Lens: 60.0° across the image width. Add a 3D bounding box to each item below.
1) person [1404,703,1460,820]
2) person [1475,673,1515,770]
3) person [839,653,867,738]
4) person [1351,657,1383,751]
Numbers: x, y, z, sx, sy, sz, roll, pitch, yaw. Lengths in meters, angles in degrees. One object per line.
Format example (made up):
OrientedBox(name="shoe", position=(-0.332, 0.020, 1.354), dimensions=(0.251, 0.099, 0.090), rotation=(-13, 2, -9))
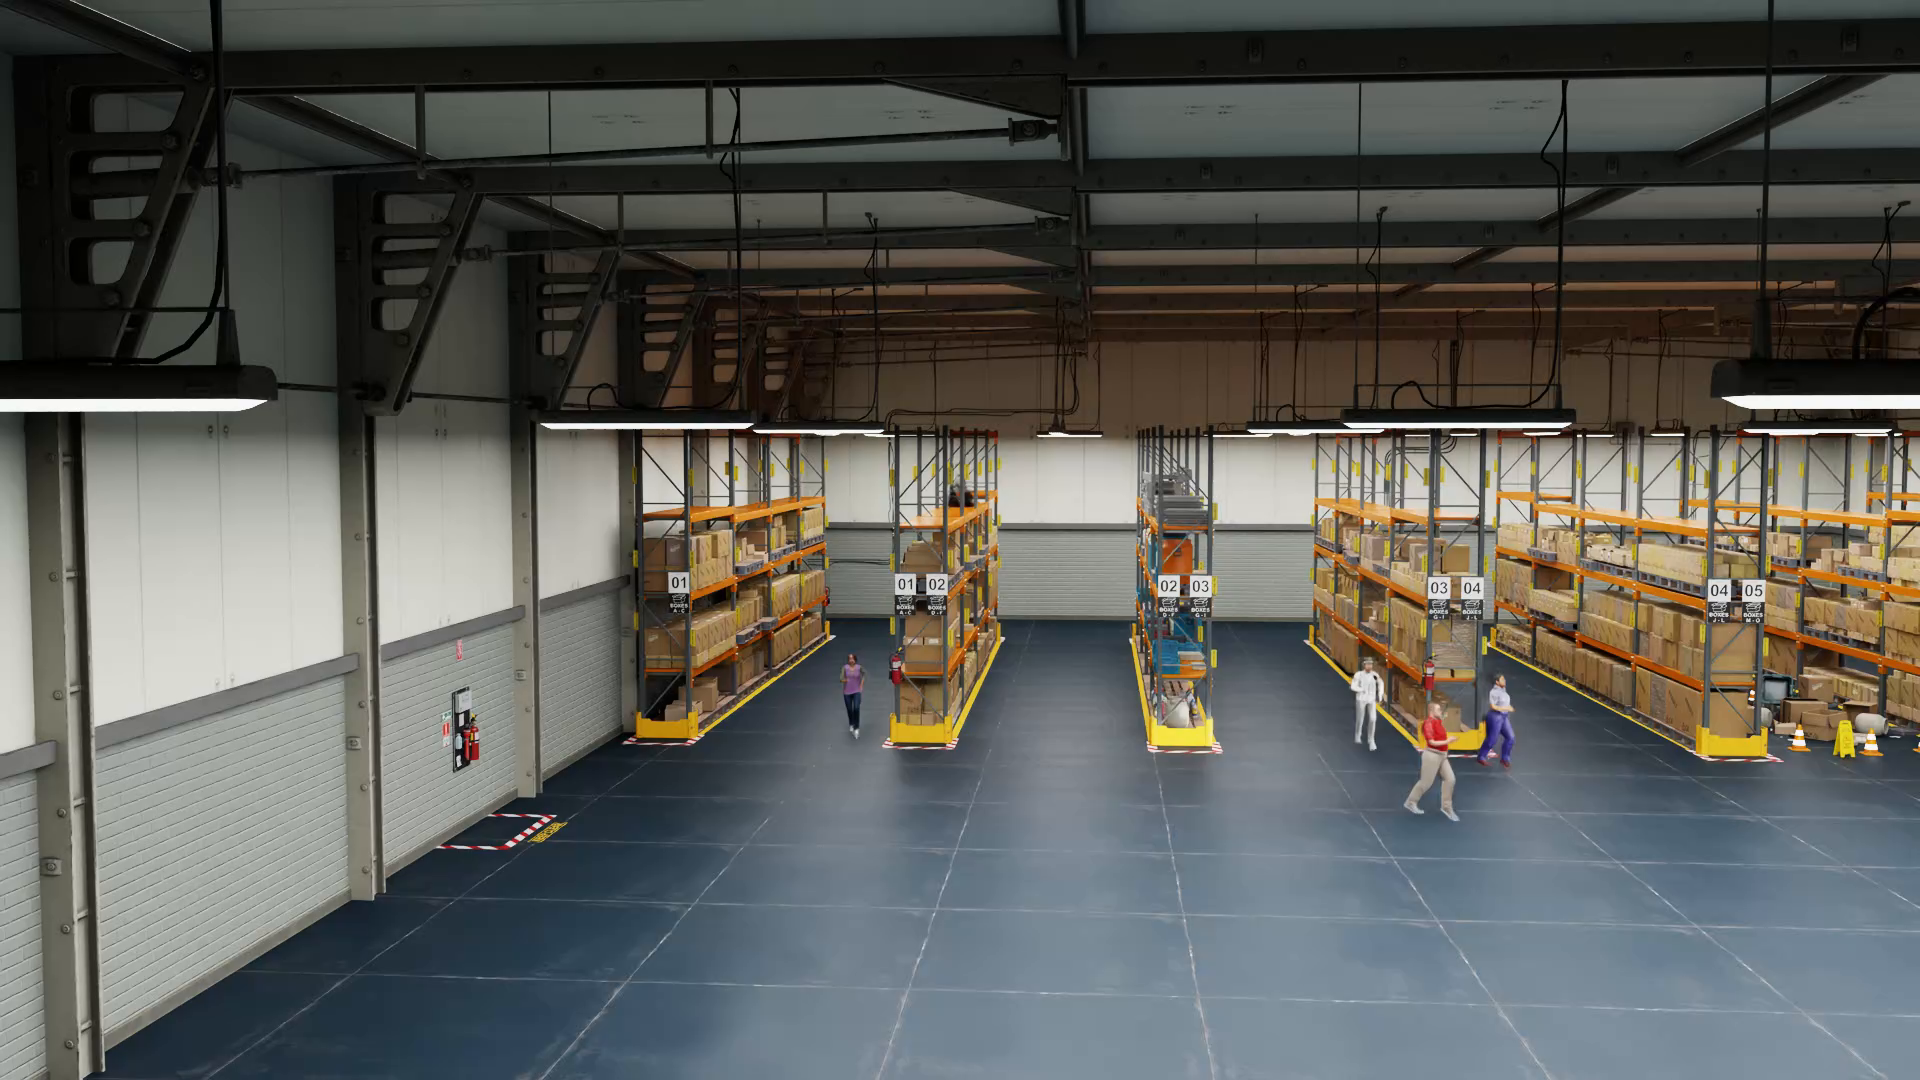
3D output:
OrientedBox(name="person", position=(7.152, 3.350, 25.151), dimensions=(0.808, 1.795, 0.639), rotation=(2, 4, 34))
OrientedBox(name="person", position=(9.346, 3.179, 28.950), dimensions=(0.664, 1.702, 0.604), rotation=(3, 4, 40))
OrientedBox(name="person", position=(-2.080, 2.990, 32.164), dimensions=(0.525, 1.621, 0.686), rotation=(0, 3, 2))
OrientedBox(name="person", position=(7.594, 3.024, 30.993), dimensions=(0.646, 1.723, 0.756), rotation=(0, 3, 3))
